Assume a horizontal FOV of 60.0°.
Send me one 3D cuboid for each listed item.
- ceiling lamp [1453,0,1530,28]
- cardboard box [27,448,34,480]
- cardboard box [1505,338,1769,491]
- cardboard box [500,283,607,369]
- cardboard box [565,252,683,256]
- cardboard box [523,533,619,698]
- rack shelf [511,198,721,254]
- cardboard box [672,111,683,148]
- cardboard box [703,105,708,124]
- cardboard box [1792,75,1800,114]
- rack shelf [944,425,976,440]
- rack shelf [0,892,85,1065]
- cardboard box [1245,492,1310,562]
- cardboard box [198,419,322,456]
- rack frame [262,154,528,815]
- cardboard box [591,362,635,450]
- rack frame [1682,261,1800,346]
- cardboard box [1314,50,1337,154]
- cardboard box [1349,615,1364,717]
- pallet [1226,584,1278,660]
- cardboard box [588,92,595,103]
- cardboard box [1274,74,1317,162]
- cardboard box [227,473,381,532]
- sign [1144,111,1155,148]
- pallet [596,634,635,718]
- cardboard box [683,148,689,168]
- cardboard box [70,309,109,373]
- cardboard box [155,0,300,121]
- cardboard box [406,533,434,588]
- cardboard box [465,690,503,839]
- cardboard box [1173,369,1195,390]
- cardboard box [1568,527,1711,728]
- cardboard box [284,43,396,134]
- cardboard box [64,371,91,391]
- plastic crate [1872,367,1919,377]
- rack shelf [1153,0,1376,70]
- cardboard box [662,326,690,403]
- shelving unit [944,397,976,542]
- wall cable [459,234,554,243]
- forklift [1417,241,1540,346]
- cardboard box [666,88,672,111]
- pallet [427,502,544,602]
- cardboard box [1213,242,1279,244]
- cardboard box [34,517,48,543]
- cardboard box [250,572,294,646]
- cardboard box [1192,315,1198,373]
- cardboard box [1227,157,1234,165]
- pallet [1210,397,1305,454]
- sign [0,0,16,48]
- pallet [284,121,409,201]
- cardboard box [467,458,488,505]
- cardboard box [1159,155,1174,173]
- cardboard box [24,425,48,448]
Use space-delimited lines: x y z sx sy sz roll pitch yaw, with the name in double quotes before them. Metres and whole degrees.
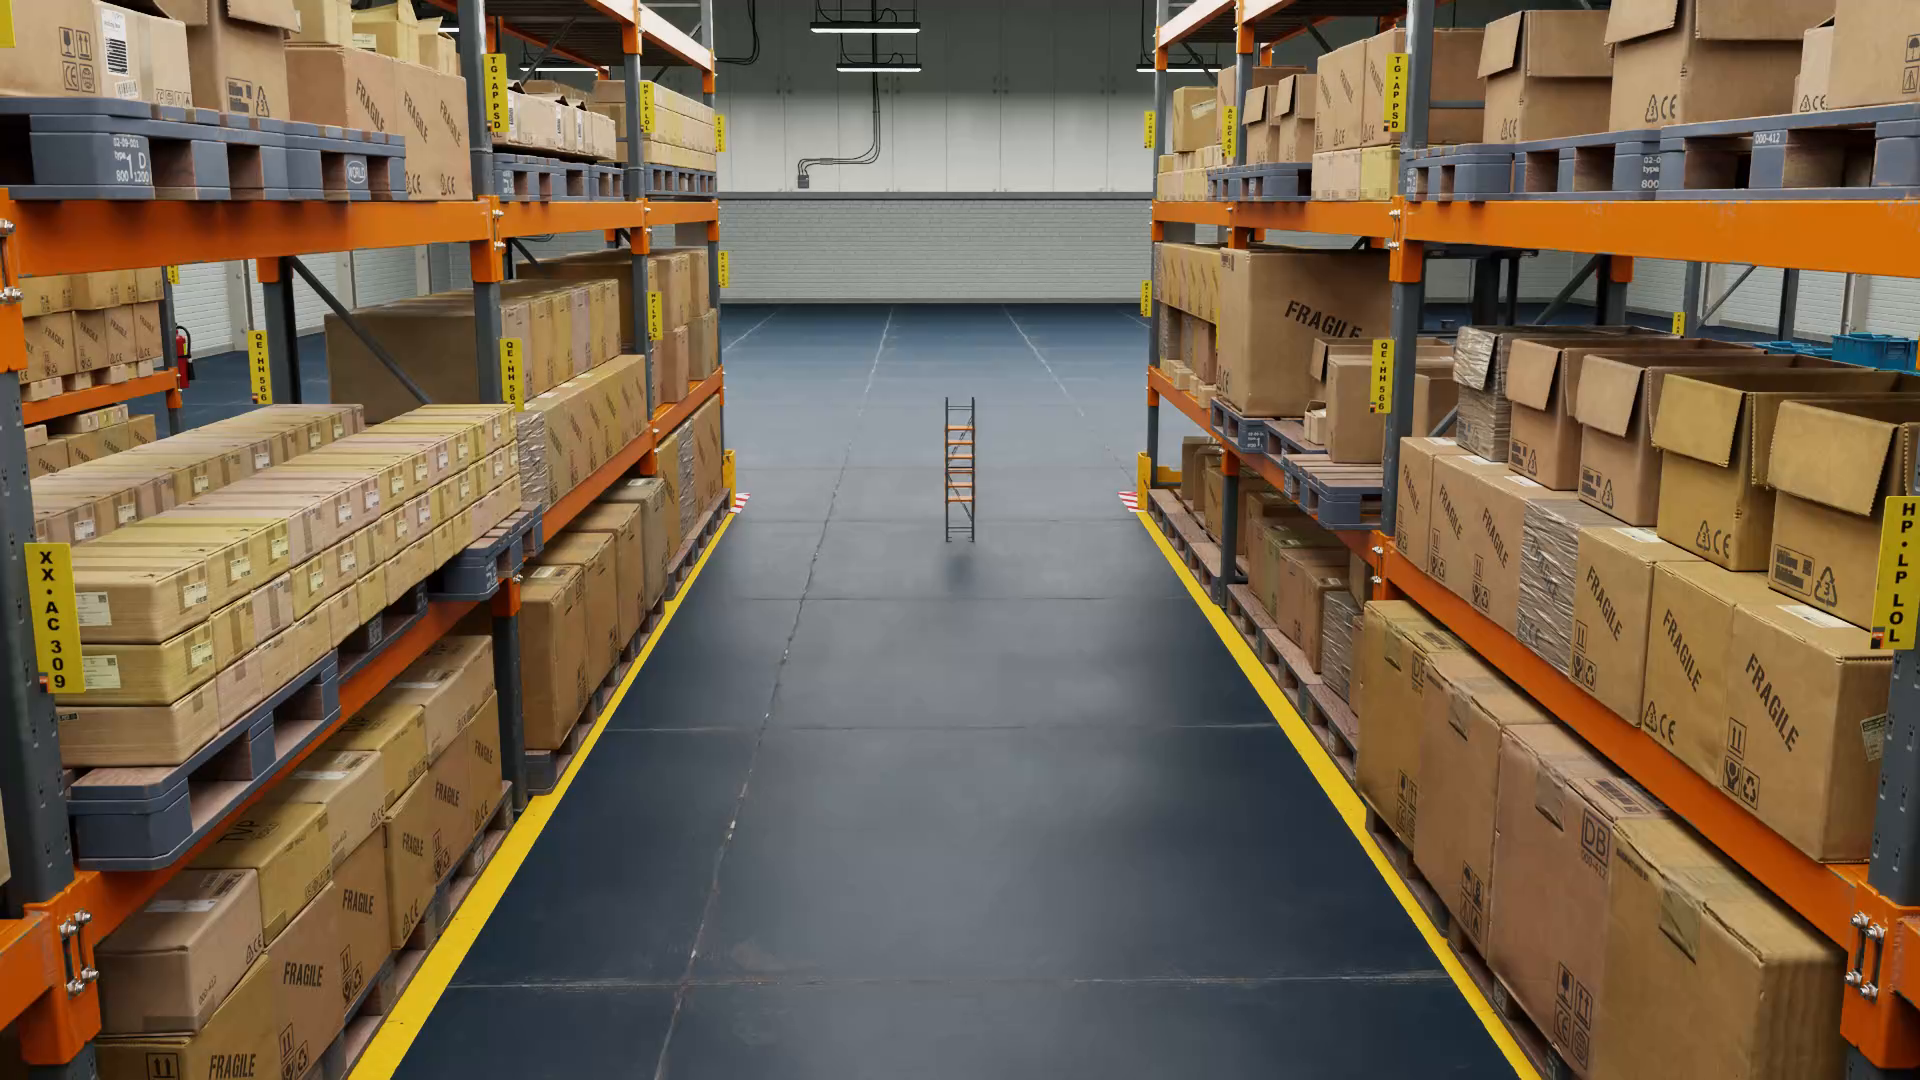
"ceiling lamp" 12.490 -12.693 39.308 2.000 3.185 0.800 0 11 -1
"cardboard box" -7.337 -0.406 12.489 0.500 0.500 0.500 0 11 1
"cardboard box" 2.428 -0.467 6.041 0.797 0.503 0.637 0 11 0
"cardboard box" -2.597 -1.334 10.324 0.700 0.500 0.500 0 11 -2
"cardboard box" -2.760 -2.099 13.768 0.875 0.550 0.550 0 11 -1
"cardboard box" -2.487 0.401 9.141 1.050 0.750 0.750 0 11 0
"rack shelf" -2.667 -2.511 13.156 1.077 0.370 4.000 0 11 -1
"cardboard box" -2.378 -3.092 12.532 0.500 0.250 0.500 0 11 -2
"cardboard box" -2.353 -3.617 14.120 0.380 0.149 0.250 0 11 0
"cardboard box" 2.620 -1.255 4.733 0.380 0.149 0.250 -1 11 -3
"rack shelf" 0.000 -0.900 13.891 0.258 0.103 0.180 0 11 -1
"rack shelf" -2.419 1.345 1.697 1.077 0.370 4.000 0 11 -1
"cardboard box" 2.367 -0.057 12.024 0.500 0.500 0.500 -1 11 -3
"cardboard box" -2.718 -0.380 6.468 0.380 0.149 0.250 0 11 -1
"rack frame" -2.543 -0.201 7.504 1.000 3.000 0.127 0 11 -1
"cardboard box" -2.337 -0.842 10.413 0.500 0.500 0.500 0 11 -2
"rack frame" 7.205 -1.812 15.445 1.000 3.000 0.127 0 11 -1
"cardboard box" 2.142 -2.259 8.598 0.500 0.500 0.500 0 11 0
"cardboard box" 2.385 0.675 8.366 0.700 0.500 0.500 -1 11 -4
"pallet" 2.353 0.525 10.939 1.003 0.211 1.213 0 11 -1
"cardboard box" -2.977 -3.311 12.608 0.380 0.149 0.250 0 11 -2
"cardboard box" 2.267 -2.441 9.689 0.797 0.503 0.637 0 11 1
"cardboard box" -2.036 -0.117 5.171 0.380 0.149 0.250 0 11 1
"sign" 1.711 -3.687 14.948 0.100 0.325 0.005 0 11 -1
"pallet" -2.506 0.767 9.748 1.003 0.211 1.213 0 11 -1
"cardboard box" -2.324 -2.974 12.952 0.380 0.149 0.250 0 11 0
"cardboard box" -7.356 -1.640 13.597 0.500 0.500 0.500 0 11 -1
"cardboard box" -2.361 -1.440 4.751 0.797 0.503 0.637 0 11 -2
"cardboard box" -2.052 0.068 5.756 0.380 0.149 0.250 0 11 1
"cardboard box" -2.268 0.948 7.071 0.500 0.500 0.500 0 11 -1
"cardboard box" 1.955 -1.312 13.613 0.380 0.149 0.250 0 11 -1
"cardboard box" 2.197 0.251 5.026 0.500 0.500 0.500 0 11 -2
"cardboard box" -2.247 -1.409 5.662 0.500 0.500 0.500 0 11 -1
"cardboard box" -7.337 -1.300 13.555 0.380 0.149 0.250 0 11 -2
"plastic crate" 6.993 -1.162 12.619 0.499 0.251 0.616 0 11 -1
"rack shelf" 2.294 -3.980 12.860 1.077 0.370 4.000 0 11 -1
"cardboard box" -2.572 -1.360 12.840 0.875 0.550 0.550 0 11 -1
"shelving unit" 0.000 -0.591 13.954 0.258 1.200 0.189 0 11 -1
"wall cable" -12.863 -9.560 46.359 3.097 2.526 0.112 0 11 -1
"forklift" 4.658 -1.766 15.395 1.130 2.935 3.031 0 11 -1
"cardboard box" -2.310 -3.214 12.130 0.380 0.149 0.250 0 11 -2
"pallet" -2.421 0.035 6.827 1.213 0.211 1.003 0 11 -1
"cardboard box" 2.511 -2.368 14.671 0.500 0.500 0.500 0 11 -1
"cardboard box" -2.673 0.036 4.415 0.380 0.149 0.250 -1 11 -3
"cardboard box" -2.021 0.183 4.441 0.380 0.149 0.250 0 11 0
"cardboard box" 2.333 -1.579 13.297 0.875 0.500 0.500 0 11 -1
"cardboard box" 2.040 -2.652 11.415 0.380 0.149 0.250 0 11 1
"pallet" 2.206 -0.750 10.692 1.003 0.211 1.213 0 11 -1
"sign" -1.918 -1.133 3.254 0.100 0.325 0.005 0 11 -1
"pallet" -2.391 -1.113 4.929 1.213 0.211 1.003 0 11 -1
"cardboard box" -2.062 -0.228 6.464 0.380 0.149 0.250 0 11 0
"cardboard box" 1.936 -3.276 14.491 0.380 0.149 0.250 0 11 0
"cardboard box" -7.278 -0.798 12.791 0.380 0.149 0.250 0 11 2
